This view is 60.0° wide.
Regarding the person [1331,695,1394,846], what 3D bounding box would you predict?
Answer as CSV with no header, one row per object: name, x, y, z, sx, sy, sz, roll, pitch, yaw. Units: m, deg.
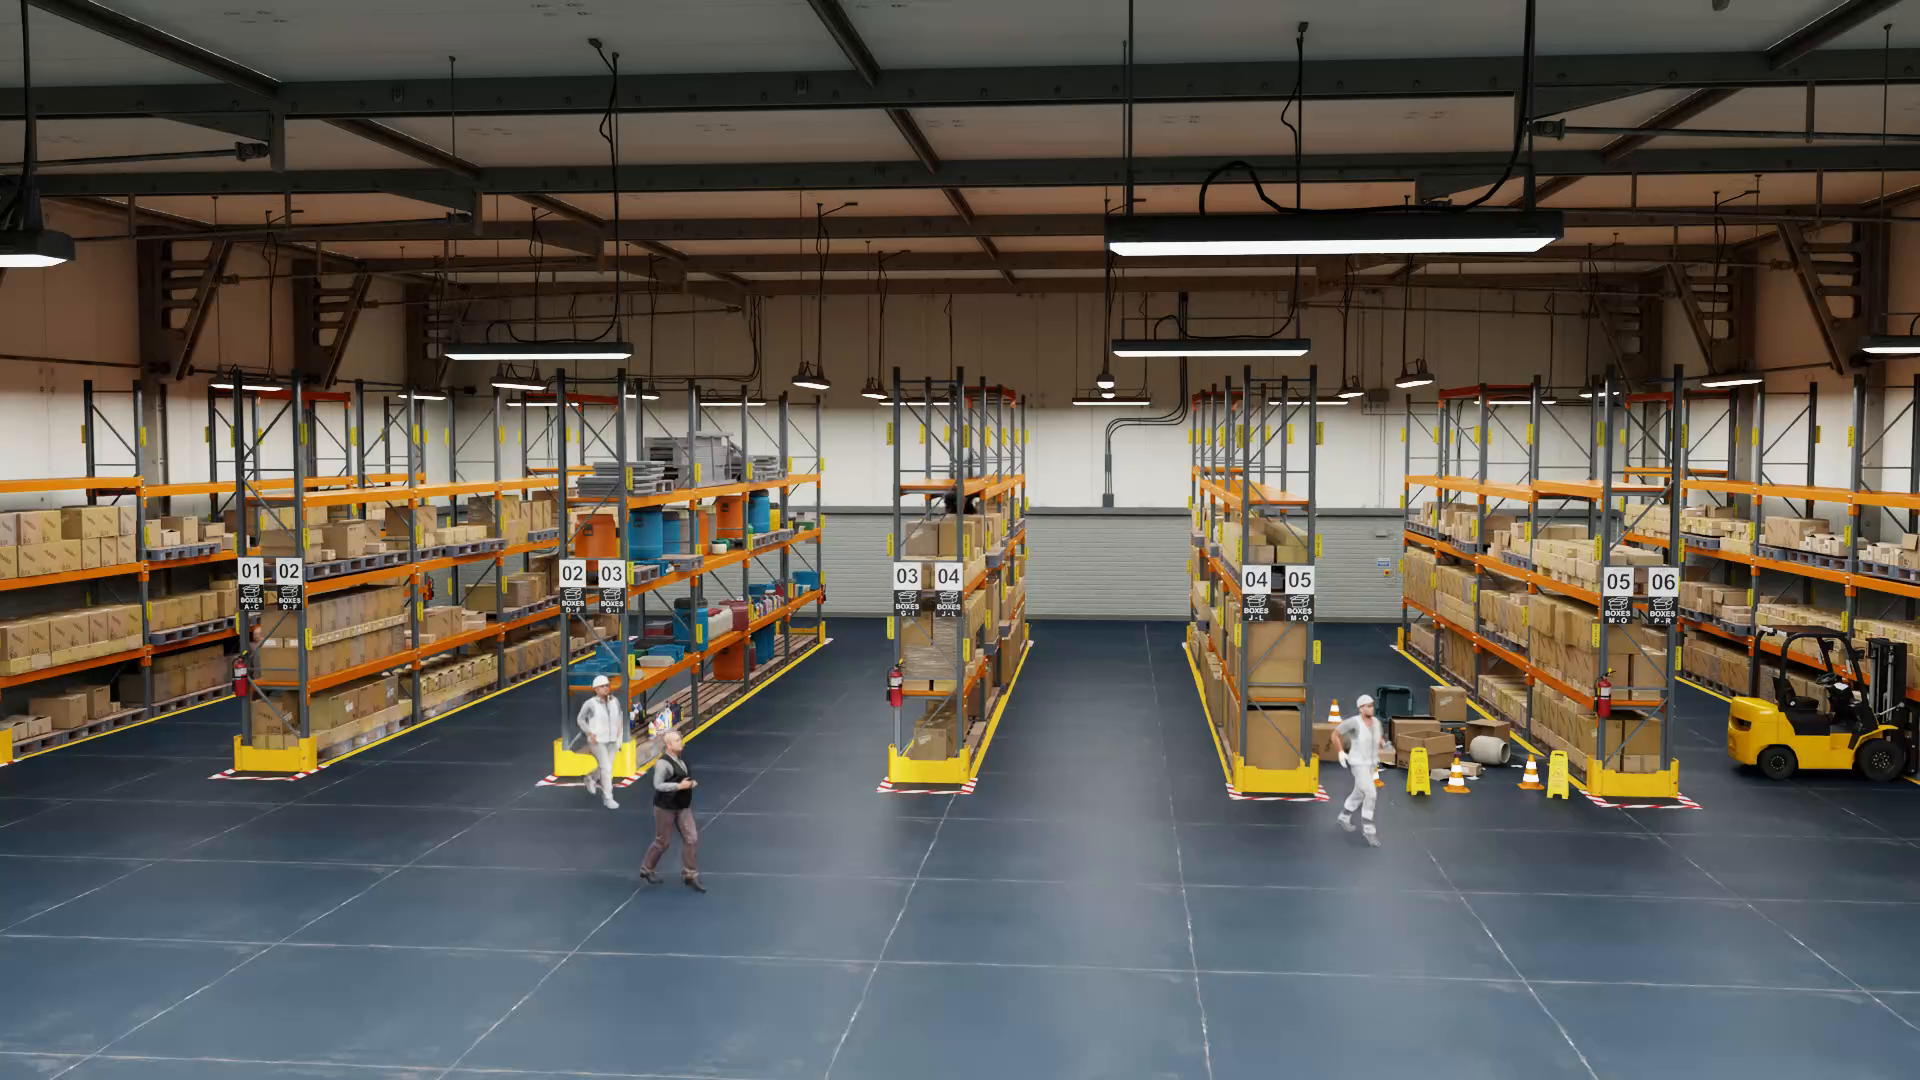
person,5.003,2.831,20.660,0.638,1.839,0.809,-3,4,-38

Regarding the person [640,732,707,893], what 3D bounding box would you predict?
person,-3.164,2.986,18.327,0.801,1.753,0.654,2,4,27

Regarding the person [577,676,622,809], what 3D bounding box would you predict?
person,-4.873,2.708,22.550,0.840,1.768,0.660,4,5,45

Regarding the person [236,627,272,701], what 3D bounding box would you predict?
person,-11.702,2.355,27.763,0.701,1.792,0.949,0,4,-6
